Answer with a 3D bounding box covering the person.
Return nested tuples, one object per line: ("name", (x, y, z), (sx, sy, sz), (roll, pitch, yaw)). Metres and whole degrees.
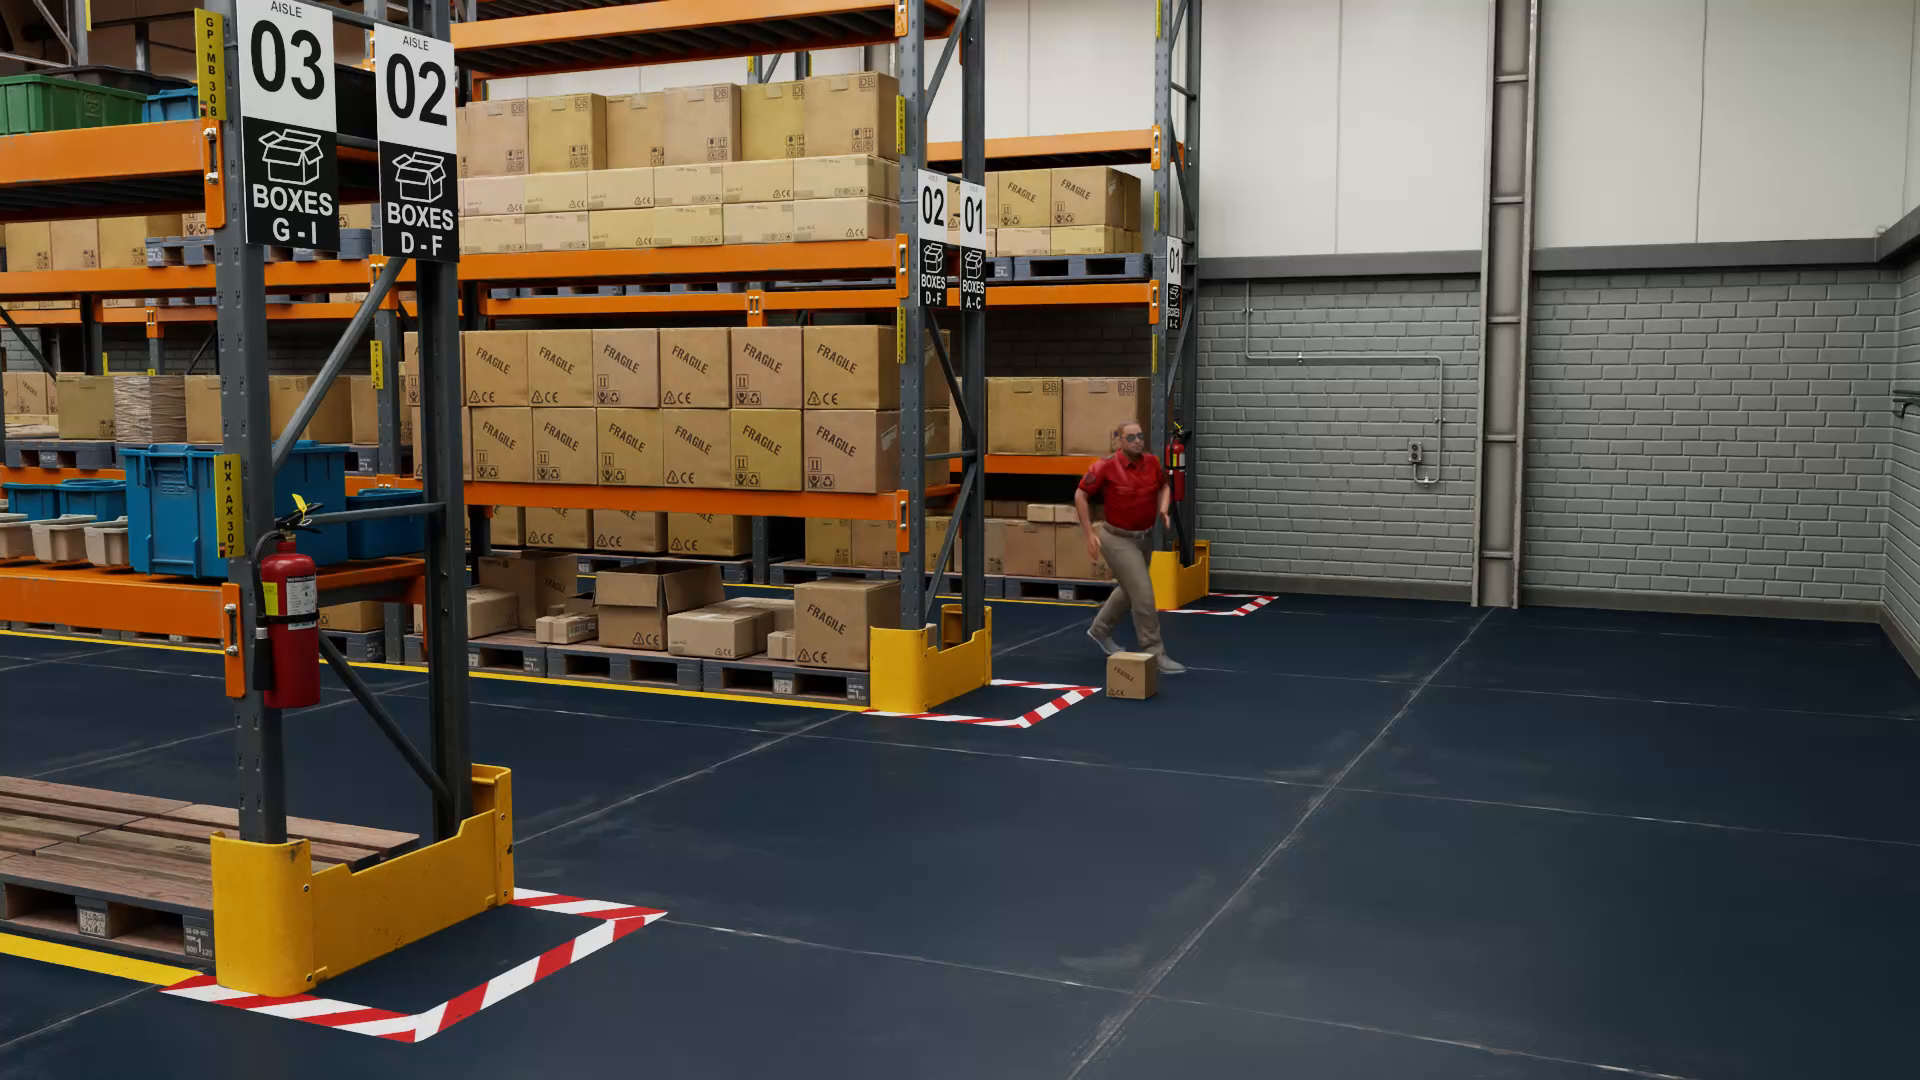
("person", (1.127, 0.034, 11.352), (0.702, 1.714, 0.882), (-5, 7, -42))
